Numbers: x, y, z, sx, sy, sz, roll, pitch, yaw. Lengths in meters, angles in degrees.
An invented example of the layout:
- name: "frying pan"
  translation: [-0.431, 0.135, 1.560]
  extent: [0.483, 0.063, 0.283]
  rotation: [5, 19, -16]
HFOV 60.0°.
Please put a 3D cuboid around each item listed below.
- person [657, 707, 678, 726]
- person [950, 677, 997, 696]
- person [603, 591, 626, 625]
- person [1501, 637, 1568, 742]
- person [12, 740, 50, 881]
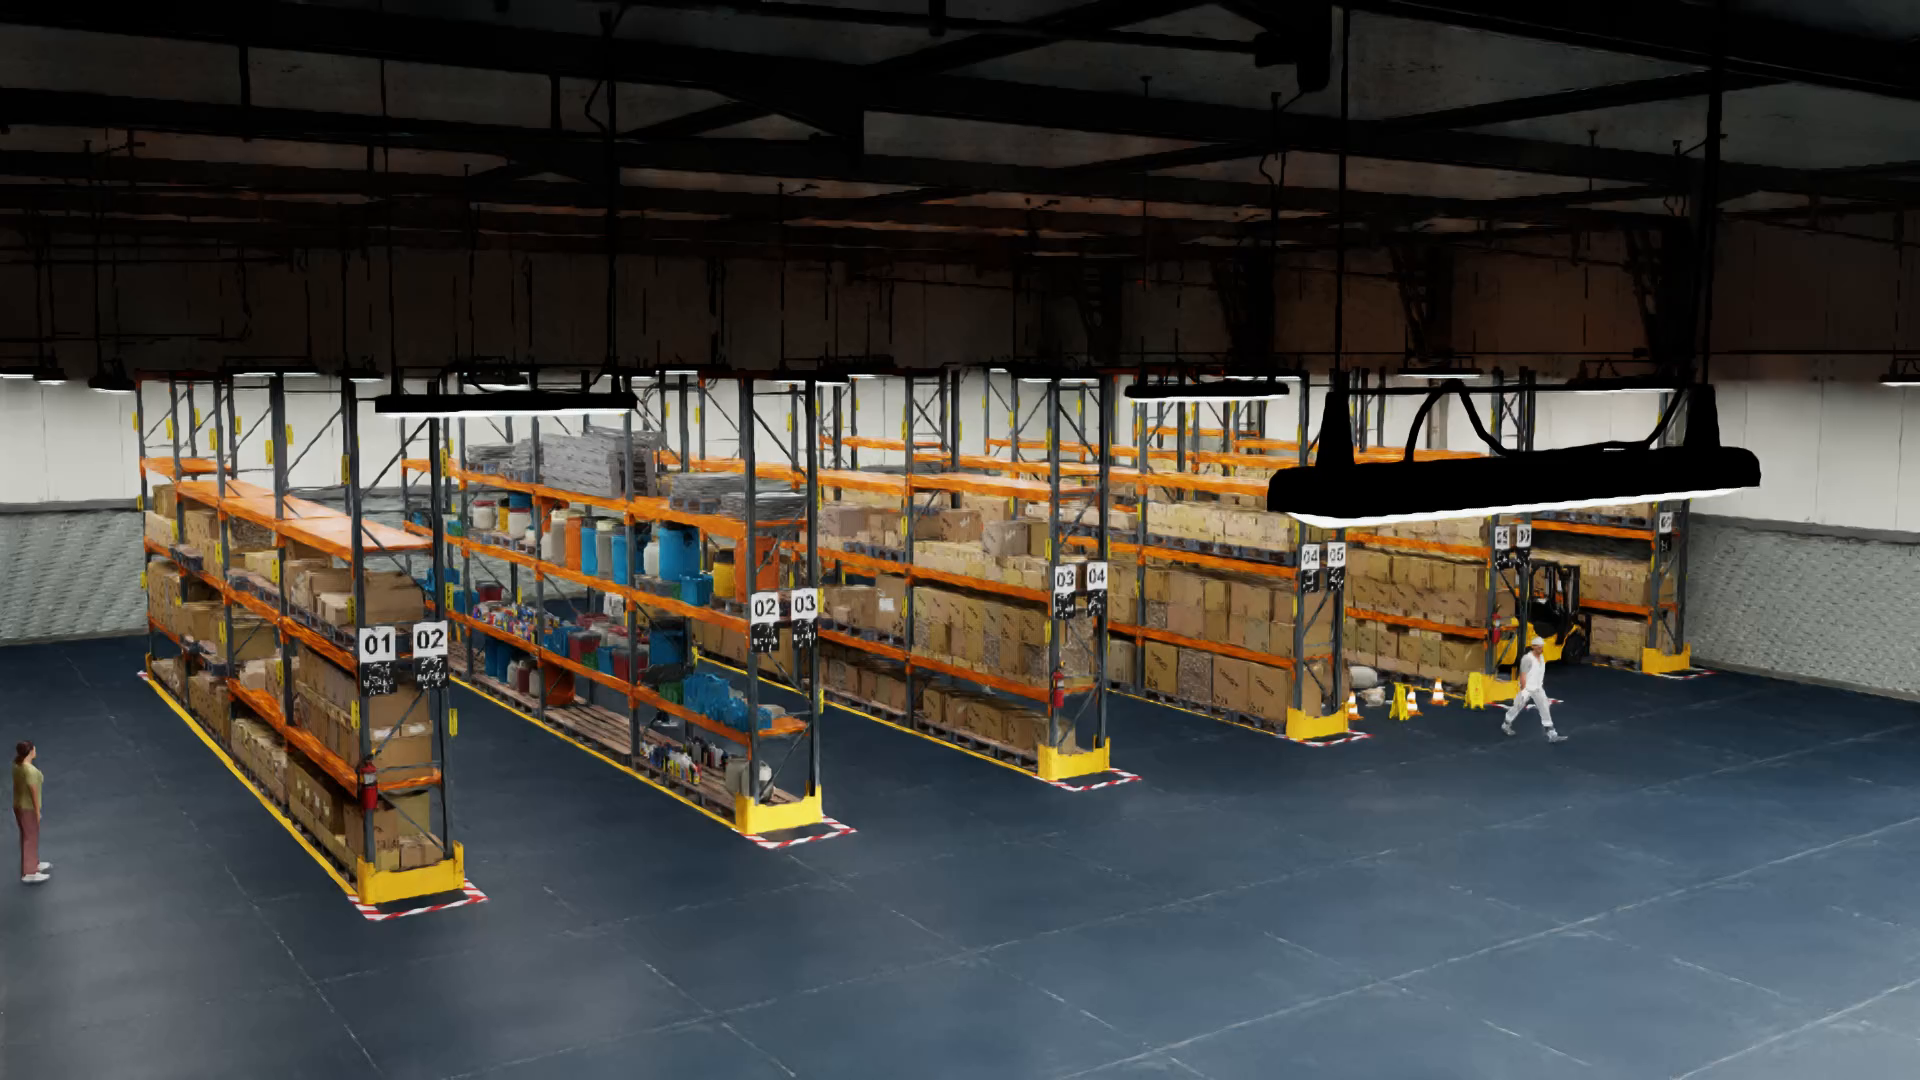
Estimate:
- name: "person"
  translation: [-4.988, 2.342, 28.220]
  extent: [0.502, 1.602, 0.419]
  rotation: [5, 8, 36]
- name: "person"
  translation: [0.211, 2.080, 30.555]
  extent: [0.490, 1.597, 0.999]
  rotation: [-6, 9, -42]
- name: "person"
  translation: [-7.285, 1.563, 35.110]
  extent: [0.495, 1.589, 1.086]
  rotation: [-4, 8, -31]
- name: "person"
  translation: [9.354, 2.411, 27.117]
  extent: [0.553, 1.709, 1.123]
  rotation: [-4, 8, -31]
- name: "person"
  translation: [-11.169, 3.225, 20.031]
  extent: [0.531, 1.675, 0.457]
  rotation: [5, 8, 35]
